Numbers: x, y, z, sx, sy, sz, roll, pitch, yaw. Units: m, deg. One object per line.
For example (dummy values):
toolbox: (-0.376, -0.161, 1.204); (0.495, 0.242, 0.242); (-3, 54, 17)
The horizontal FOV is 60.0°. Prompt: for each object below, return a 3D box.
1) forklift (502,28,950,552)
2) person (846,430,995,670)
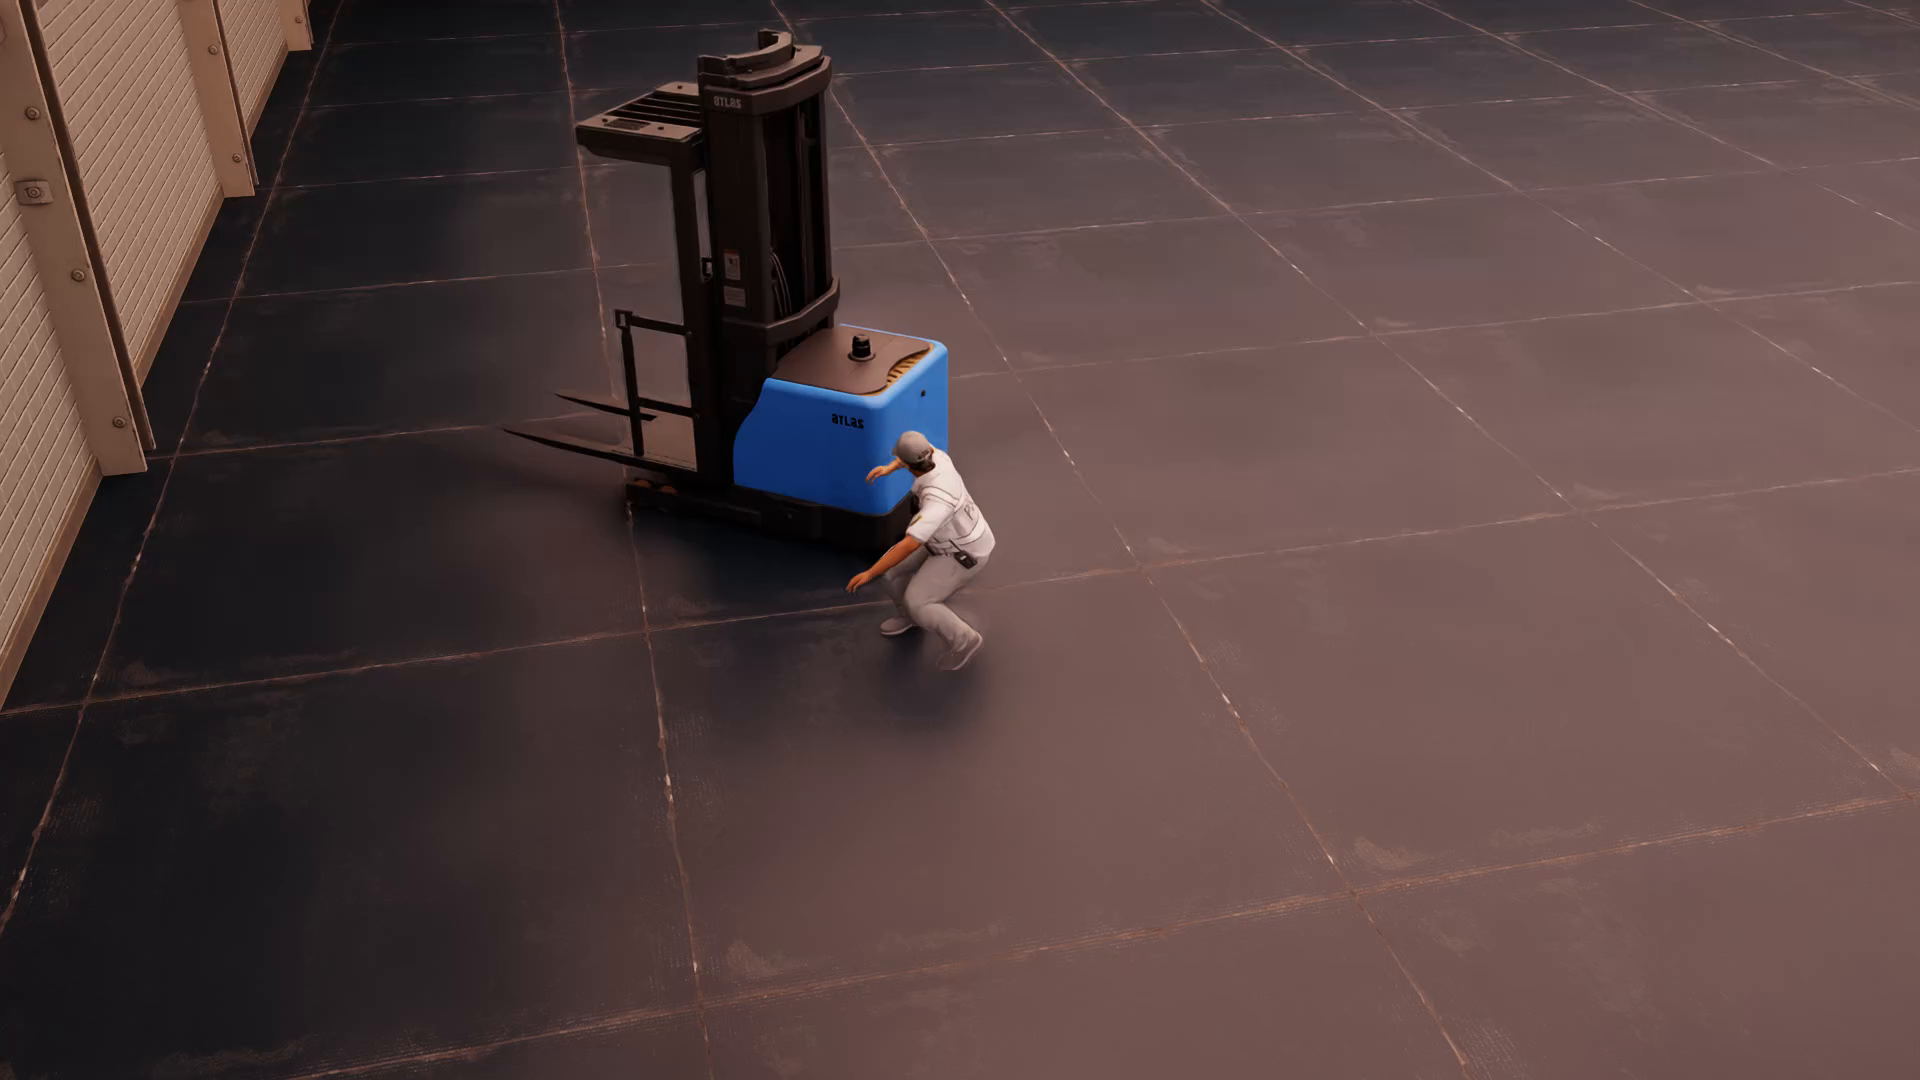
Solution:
forklift: (-1.624, -1.679, 10.475); (3.031, 2.935, 1.130); (13, 32, 21)
person: (-0.263, 0.027, 9.095); (0.910, 1.414, 0.739); (-10, 31, -16)
